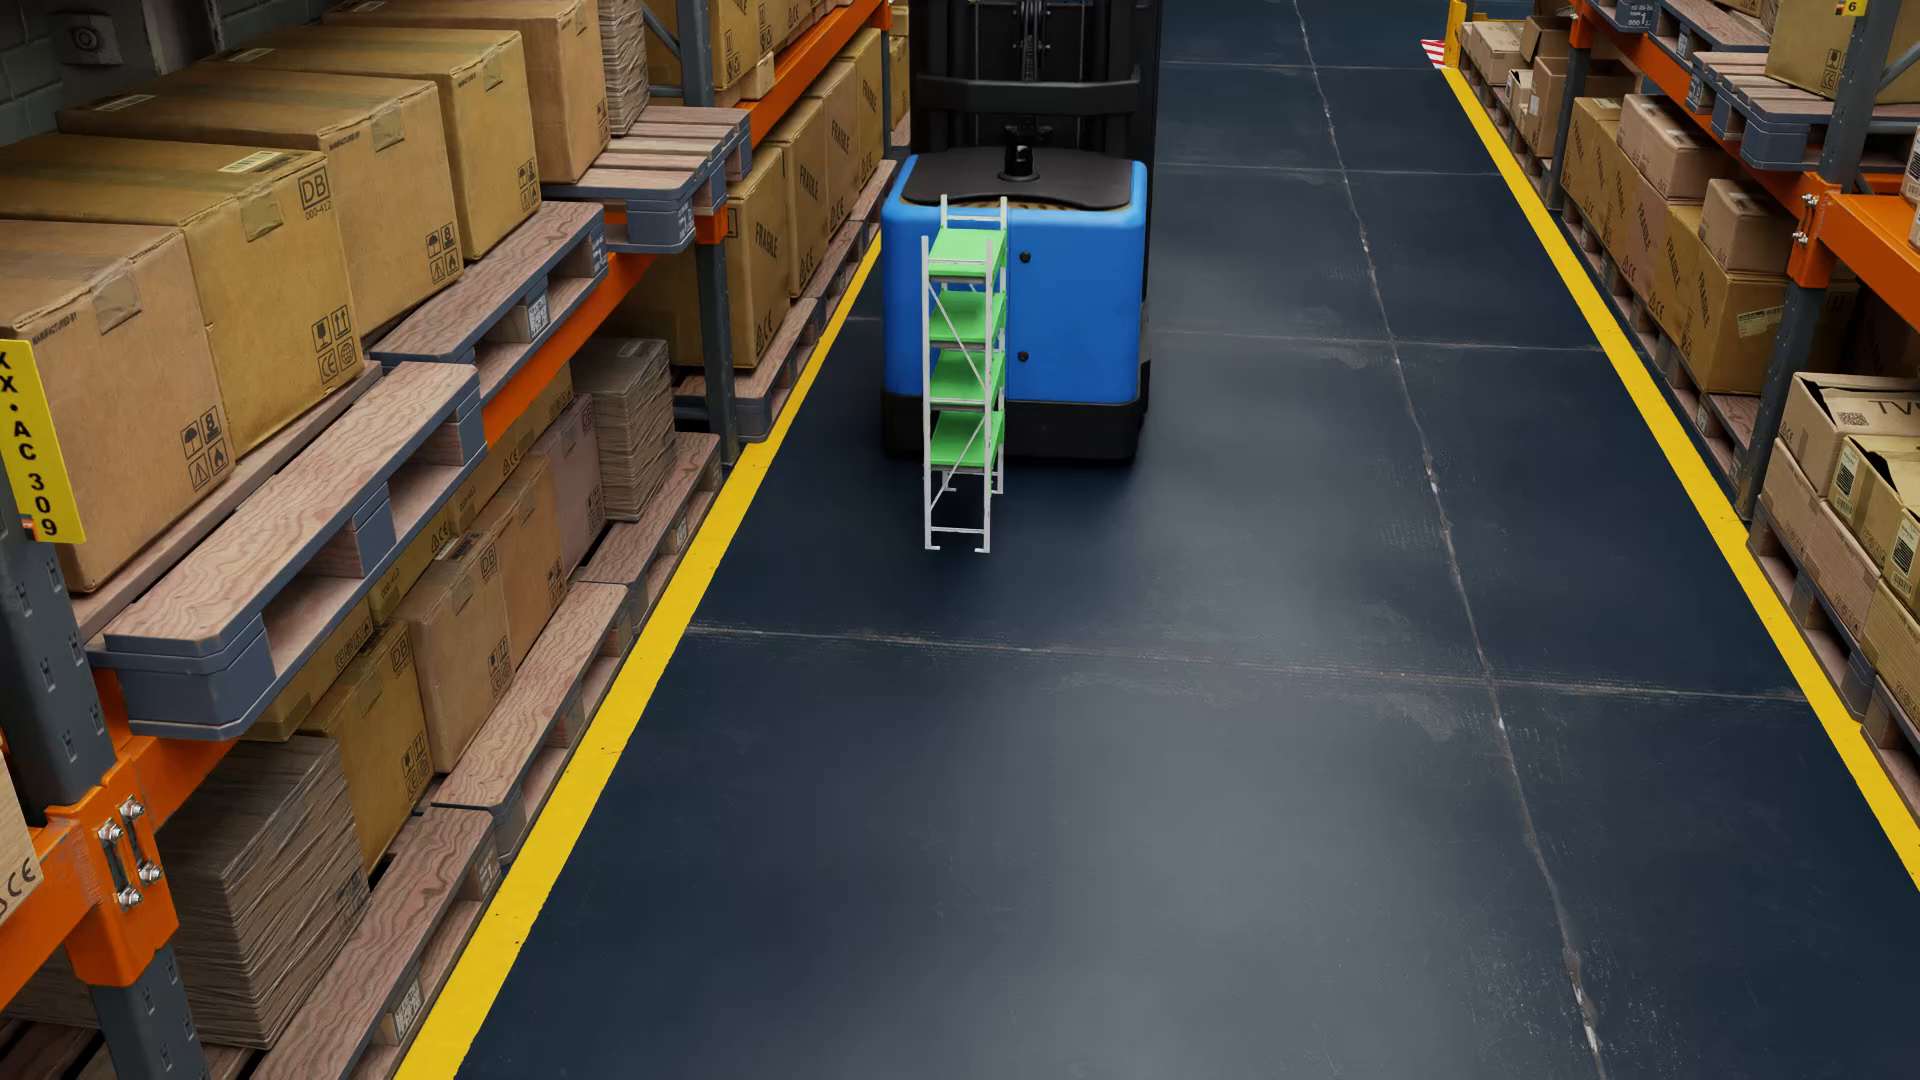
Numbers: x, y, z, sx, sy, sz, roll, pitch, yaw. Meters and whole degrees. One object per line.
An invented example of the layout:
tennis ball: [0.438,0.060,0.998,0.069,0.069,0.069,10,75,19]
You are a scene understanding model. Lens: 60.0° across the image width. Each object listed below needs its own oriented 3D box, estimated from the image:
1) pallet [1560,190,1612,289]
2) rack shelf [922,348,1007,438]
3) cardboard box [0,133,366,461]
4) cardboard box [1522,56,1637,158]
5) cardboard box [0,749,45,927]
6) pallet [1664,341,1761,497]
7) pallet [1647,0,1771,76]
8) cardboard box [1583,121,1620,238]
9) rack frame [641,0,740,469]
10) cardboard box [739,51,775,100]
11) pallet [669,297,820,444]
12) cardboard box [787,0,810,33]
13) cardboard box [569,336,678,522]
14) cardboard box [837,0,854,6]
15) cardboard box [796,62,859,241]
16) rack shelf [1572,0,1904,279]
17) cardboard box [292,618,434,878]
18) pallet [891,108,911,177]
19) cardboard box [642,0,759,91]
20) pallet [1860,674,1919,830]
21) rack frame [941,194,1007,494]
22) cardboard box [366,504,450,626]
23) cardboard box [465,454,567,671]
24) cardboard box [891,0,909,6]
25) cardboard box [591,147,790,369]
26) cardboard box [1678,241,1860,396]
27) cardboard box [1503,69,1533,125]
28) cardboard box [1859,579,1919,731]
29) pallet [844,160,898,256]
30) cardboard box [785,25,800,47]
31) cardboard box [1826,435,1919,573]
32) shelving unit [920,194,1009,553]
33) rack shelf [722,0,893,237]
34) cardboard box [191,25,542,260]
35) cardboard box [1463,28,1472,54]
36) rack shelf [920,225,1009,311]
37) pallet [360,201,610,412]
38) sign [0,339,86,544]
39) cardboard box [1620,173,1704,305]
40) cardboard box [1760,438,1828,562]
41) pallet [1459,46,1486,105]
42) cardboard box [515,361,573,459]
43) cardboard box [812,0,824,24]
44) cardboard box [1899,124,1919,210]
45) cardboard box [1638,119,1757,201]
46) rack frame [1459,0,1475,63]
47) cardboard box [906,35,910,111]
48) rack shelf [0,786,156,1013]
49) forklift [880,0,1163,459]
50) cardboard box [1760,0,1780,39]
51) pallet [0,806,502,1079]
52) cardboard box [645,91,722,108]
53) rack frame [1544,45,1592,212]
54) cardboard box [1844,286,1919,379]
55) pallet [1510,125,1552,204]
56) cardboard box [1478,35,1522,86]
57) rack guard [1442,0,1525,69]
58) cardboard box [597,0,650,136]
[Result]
pallet: [3.927,-1.655,9.099,1.003,0.211,1.213,3,28,6]
rack shelf: [0.020,-0.550,6.140,0.258,0.148,0.480,3,28,6]
cardboard box: [-1.736,-0.526,3.494,0.700,0.500,0.500,6,29,11]
cardboard box: [3.778,-2.645,10.169,0.500,0.500,0.500,3,28,6]
cardboard box: [-1.665,0.510,2.278,0.500,0.250,0.500,3,29,6]
pallet: [3.628,-0.506,6.967,1.003,0.211,1.213,3,28,6]
pallet: [3.733,-2.216,7.402,1.003,0.211,1.213,3,28,6]
cardboard box: [3.634,-1.895,8.777,0.500,0.500,0.500,4,29,7]
rack frame: [-1.417,-1.671,6.188,1.000,3.000,0.127,3,28,6]
cardboard box: [-0.991,-1.949,6.948,0.380,0.149,0.250,4,29,8]
pallet: [-1.246,-0.810,7.530,1.003,0.211,1.213,3,28,6]
cardboard box: [-0.969,-2.548,7.376,0.500,0.500,0.500,3,28,6]
cardboard box: [-1.454,-0.422,6.042,0.700,0.500,0.500,4,29,7]
cardboard box: [-0.746,-2.909,8.730,0.380,0.149,0.250,3,28,6]
cardboard box: [-0.984,-2.060,8.734,0.750,0.750,0.750,4,29,8]
rack shelf: [3.745,-2.009,7.575,1.077,0.370,4.000,3,28,6]
cardboard box: [-1.820,0.526,4.284,0.700,0.500,0.500,3,28,5]
pallet: [-0.756,-2.679,11.000,1.003,0.211,1.213,3,28,6]
cardboard box: [-1.104,-2.068,6.486,0.500,0.500,0.500,4,29,8]
pallet: [3.208,0.801,4.540,1.003,0.211,1.213,3,28,6]
rack frame: [0.050,-0.721,6.323,0.240,1.200,0.015,3,28,6]
cardboard box: [-1.723,-0.011,4.489,0.500,0.250,0.500,3,28,5]
cardboard box: [-1.665,0.049,5.167,0.700,0.500,0.500,3,28,6]
cardboard box: [-0.447,-3.666,11.401,0.380,0.149,0.250,3,28,5]
cardboard box: [-1.197,-1.248,7.227,0.750,0.750,0.750,3,28,6]
cardboard box: [3.381,-0.932,6.988,0.500,0.500,0.500,4,29,8]
cardboard box: [3.870,-2.915,10.869,0.500,0.311,0.500,3,28,6]
cardboard box: [3.025,0.352,4.890,0.500,0.250,0.500,3,28,5]
pallet: [-0.947,-1.958,9.662,1.003,0.211,1.213,3,28,6]
cardboard box: [-0.970,-2.433,7.847,0.380,0.149,0.250,4,29,6]
cardboard box: [3.088,-0.128,5.191,0.500,0.311,0.500,3,28,5]
shelving unit: [0.020,-0.606,6.110,0.258,1.200,0.503,3,28,6]
rack shelf: [-1.172,-2.295,8.106,1.077,0.370,4.000,3,28,6]
cardboard box: [-1.596,-1.099,4.557,0.700,0.500,0.500,3,28,6]
cardboard box: [4.057,-3.802,12.667,0.380,0.166,0.250,3,28,6]
rack shelf: [0.020,-0.972,5.913,0.258,0.148,0.480,3,28,6]
pallet: [-1.619,-0.652,4.500,1.003,0.211,1.213,3,28,6]
sign: [-1.368,-0.141,2.436,0.100,0.325,0.005,3,28,6]
cardboard box: [3.503,-1.422,7.899,0.500,0.500,0.500,2,28,4]
cardboard box: [3.144,-0.129,5.784,0.500,0.250,0.500,3,28,6]
pallet: [4.374,-3.511,12.545,1.003,0.211,1.213,3,28,6]
cardboard box: [-1.586,-0.487,5.373,0.500,0.250,0.500,4,29,7]
cardboard box: [-0.887,-2.681,8.307,0.380,0.149,0.250,3,28,5]
cardboard box: [3.412,-1.177,5.365,0.500,0.311,0.500,5,29,9]
cardboard box: [3.505,-1.770,7.754,0.500,0.250,0.500,3,28,5]
rack frame: [4.480,-5.150,12.647,1.000,3.000,0.127,3,28,6]
cardboard box: [-0.669,-3.220,11.257,0.700,0.500,0.500,3,28,6]
rack shelf: [-2.153,1.470,1.116,1.077,0.370,4.000,3,28,6]
forklift: [0.349,-2.286,7.404,1.130,2.935,3.031,3,28,5]
cardboard box: [3.766,-2.336,6.875,0.700,0.500,0.500,9,30,16]
pallet: [-1.814,1.073,4.035,1.003,0.211,1.213,3,28,6]
cardboard box: [-1.147,-1.710,6.506,0.380,0.149,0.250,3,28,5]
rack frame: [3.990,-3.267,9.152,1.000,3.000,0.127,3,28,6]
cardboard box: [3.839,-0.675,6.513,0.500,0.500,0.500,5,29,8]
pallet: [4.075,-2.363,10.413,1.003,0.211,1.213,3,28,6]
cardboard box: [4.009,-3.423,11.877,0.500,0.250,0.500,3,28,6]
rack guard: [4.470,-4.014,13.173,1.175,0.500,0.348,3,28,6]
cardboard box: [-1.465,-1.686,5.648,0.700,0.500,0.500,0,28,0]
